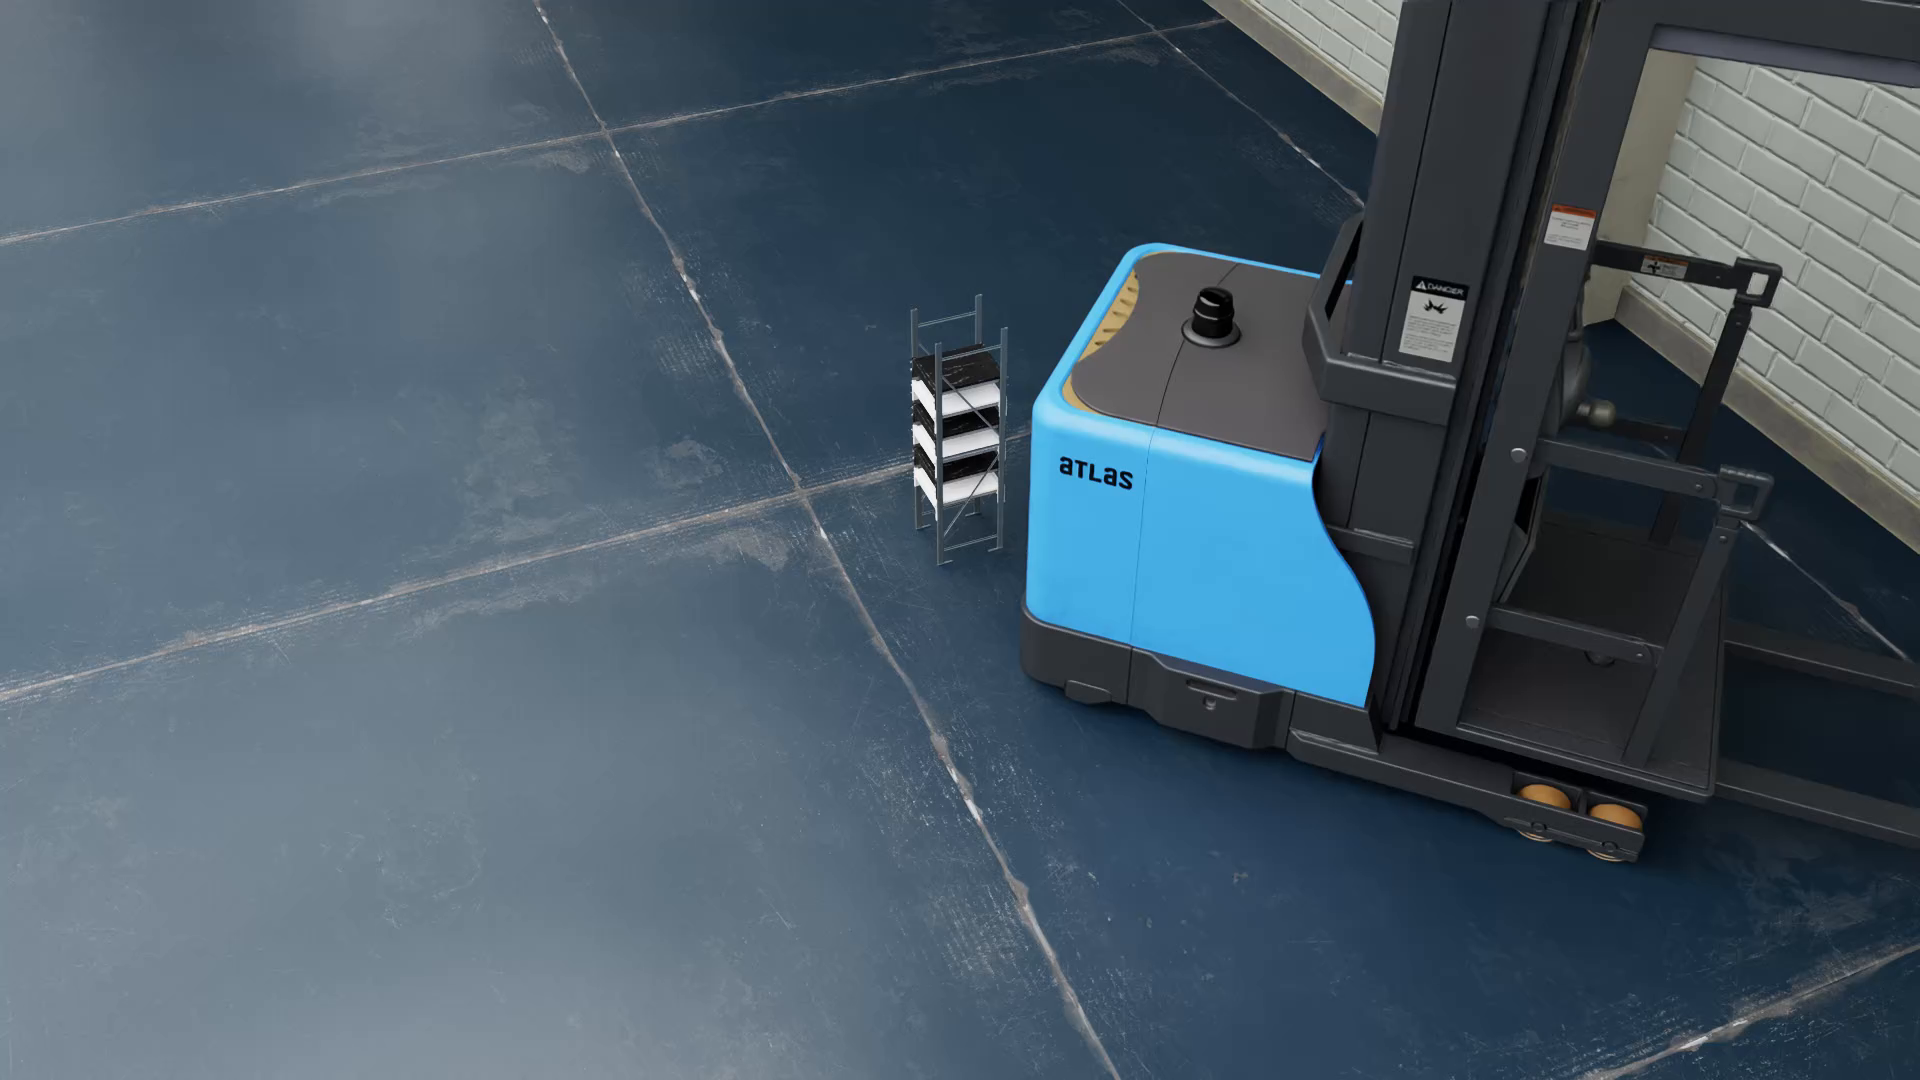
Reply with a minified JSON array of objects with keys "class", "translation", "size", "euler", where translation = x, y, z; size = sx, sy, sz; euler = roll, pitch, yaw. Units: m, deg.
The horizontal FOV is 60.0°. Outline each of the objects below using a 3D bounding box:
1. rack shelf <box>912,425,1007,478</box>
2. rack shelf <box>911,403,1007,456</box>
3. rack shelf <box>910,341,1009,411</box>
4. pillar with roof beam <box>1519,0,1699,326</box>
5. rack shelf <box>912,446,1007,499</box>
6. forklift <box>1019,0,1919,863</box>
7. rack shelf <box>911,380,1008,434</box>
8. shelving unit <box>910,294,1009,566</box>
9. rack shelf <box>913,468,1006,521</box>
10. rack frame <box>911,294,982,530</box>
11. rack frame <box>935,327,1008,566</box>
[{"class":"rack shelf","translation":[-0.003,-0.321,5.484],"size":[0.258,0.077,0.200],"euler":[-15,43,-17]},{"class":"rack shelf","translation":[-0.003,-0.389,5.425],"size":[0.258,0.077,0.200],"euler":[-15,43,-17]},{"class":"rack shelf","translation":[-0.003,-0.526,5.308],"size":[0.258,0.077,0.200],"euler":[-15,43,-17]},{"class":"pillar with roof beam","translation":[-1.487,-3.337,2.729],"size":[9.100,9.000,0.400],"euler":[-15,43,-17]},{"class":"rack shelf","translation":[-0.003,-0.253,5.543],"size":[0.258,0.077,0.200],"euler":[-15,43,-17]},{"class":"forklift","translation":[1.756,-0.600,4.199],"size":[3.031,2.935,1.130],"euler":[14,43,16]},{"class":"rack shelf","translation":[-0.003,-0.457,5.367],"size":[0.258,0.077,0.200],"euler":[-15,43,-17]},{"class":"shelving unit","translation":[-0.003,-0.346,5.462],"size":[0.258,0.900,0.210],"euler":[-15,43,-17]},{"class":"rack shelf","translation":[-0.003,-0.184,5.601],"size":[0.258,0.077,0.200],"euler":[-15,43,-17]},{"class":"rack frame","translation":[-0.042,-0.407,5.534],"size":[0.240,0.900,0.006],"euler":[-15,43,-17]},{"class":"rack frame","translation":[0.036,-0.285,5.391],"size":[0.240,0.900,0.006],"euler":[-15,43,-17]}]
